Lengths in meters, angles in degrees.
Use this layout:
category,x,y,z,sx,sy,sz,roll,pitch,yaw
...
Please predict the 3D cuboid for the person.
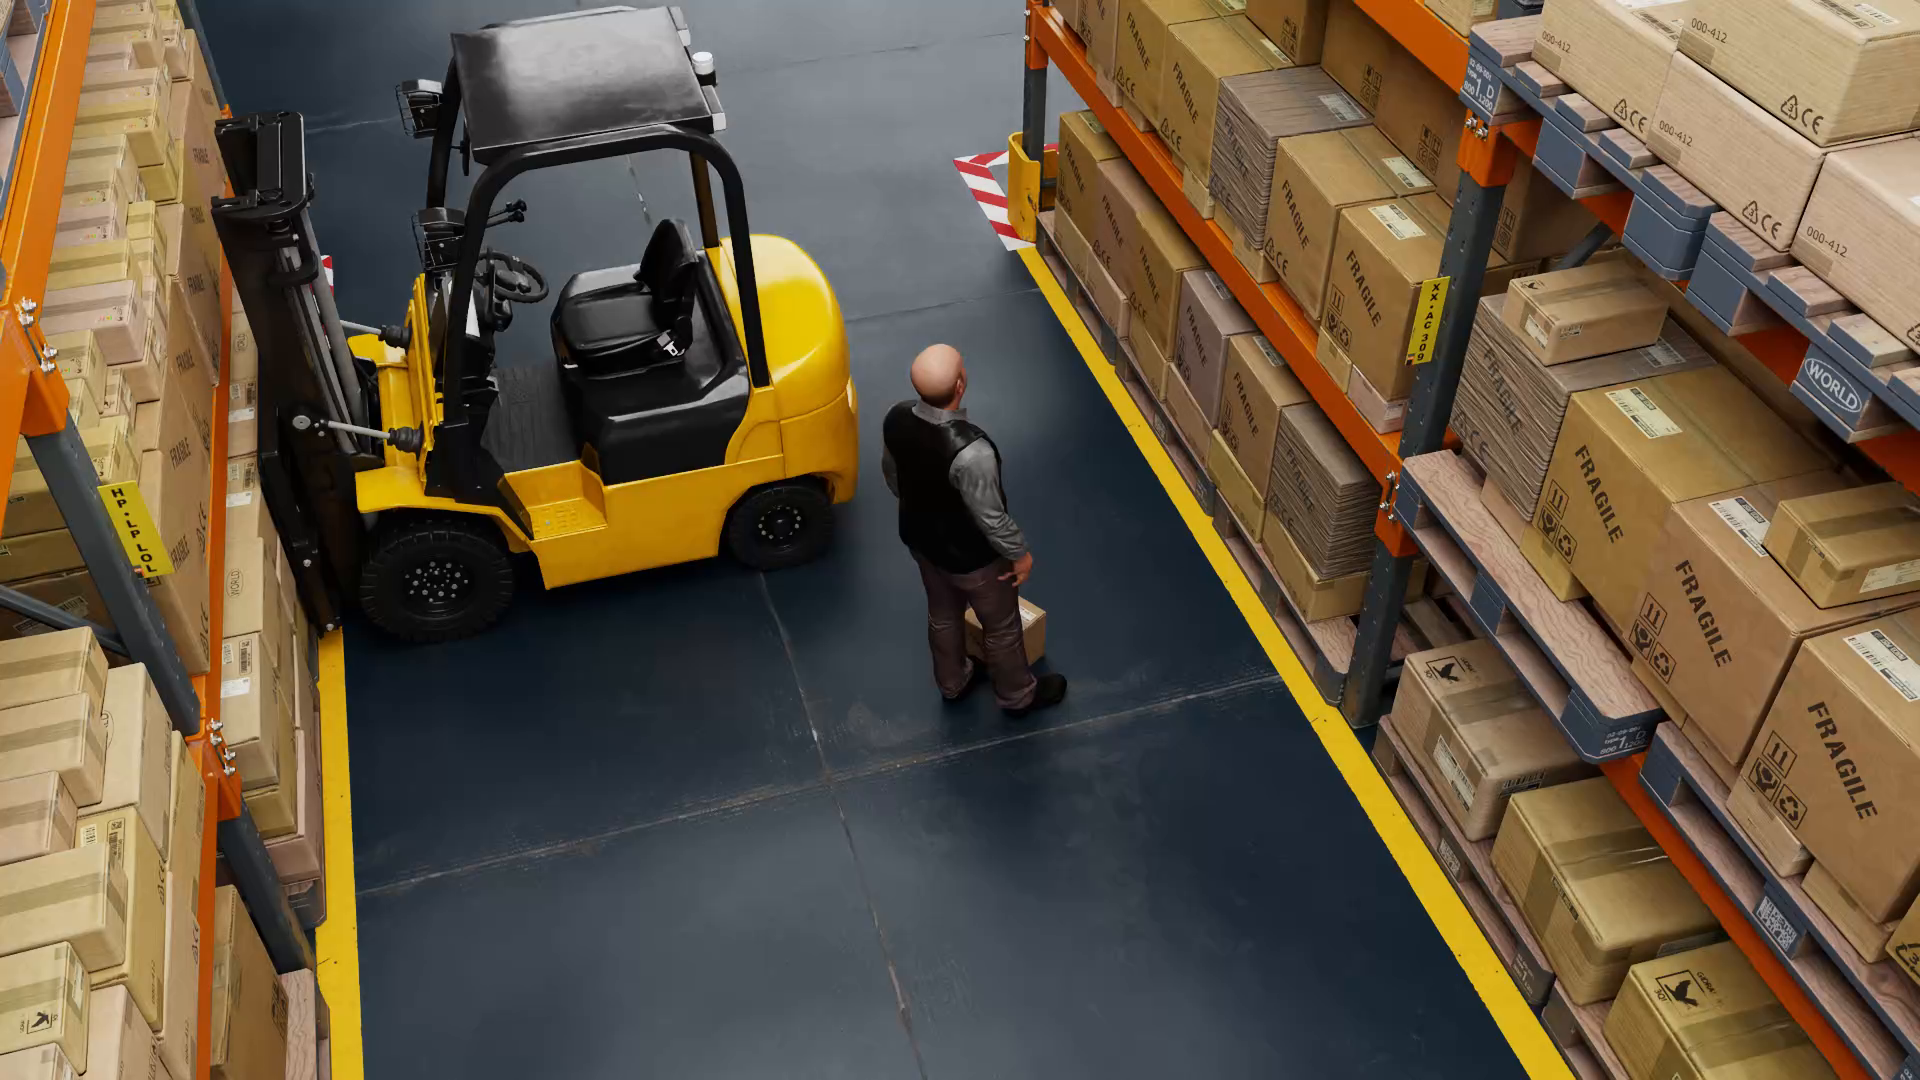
category,x,y,z,sx,sy,sz,roll,pitch,yaw
person,0.042,-0.036,6.205,0.633,1.721,0.567,32,51,31
